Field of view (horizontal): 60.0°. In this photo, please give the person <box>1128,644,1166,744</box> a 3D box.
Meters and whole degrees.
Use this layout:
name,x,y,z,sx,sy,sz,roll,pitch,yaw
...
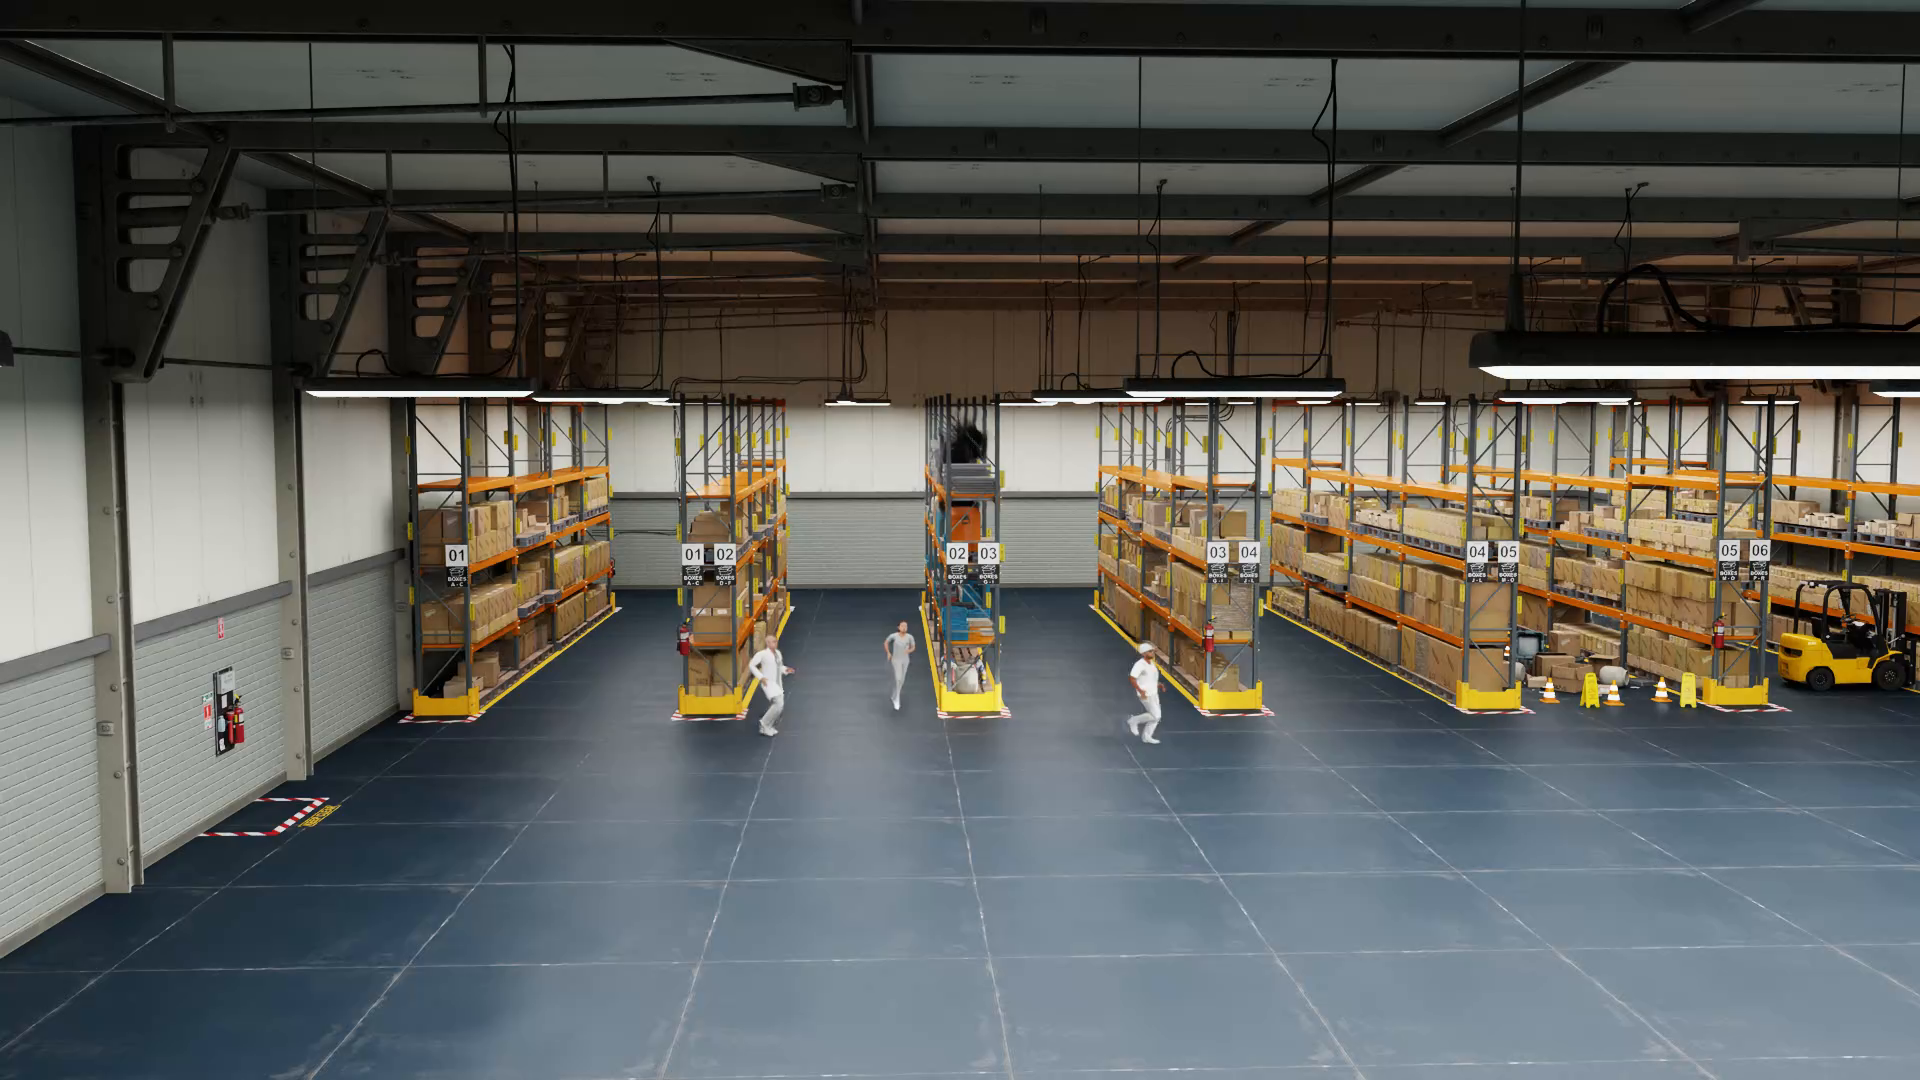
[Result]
name,x,y,z,sx,sy,sz,roll,pitch,yaw
person,3.191,2.623,28.469,0.578,1.712,0.718,3,5,30

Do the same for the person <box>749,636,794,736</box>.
name,x,y,z,sx,sy,sz,roll,pitch,yaw
person,-3.246,2.557,29.076,0.666,1.765,0.710,3,5,29

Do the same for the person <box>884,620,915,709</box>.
name,x,y,z,sx,sy,sz,roll,pitch,yaw
person,-1.152,2.392,32.008,0.543,1.691,0.705,-2,5,-20

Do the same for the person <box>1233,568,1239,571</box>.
name,x,y,z,sx,sy,sz,roll,pitch,yaw
person,7.660,1.177,46.709,0.766,1.709,0.802,0,5,3
